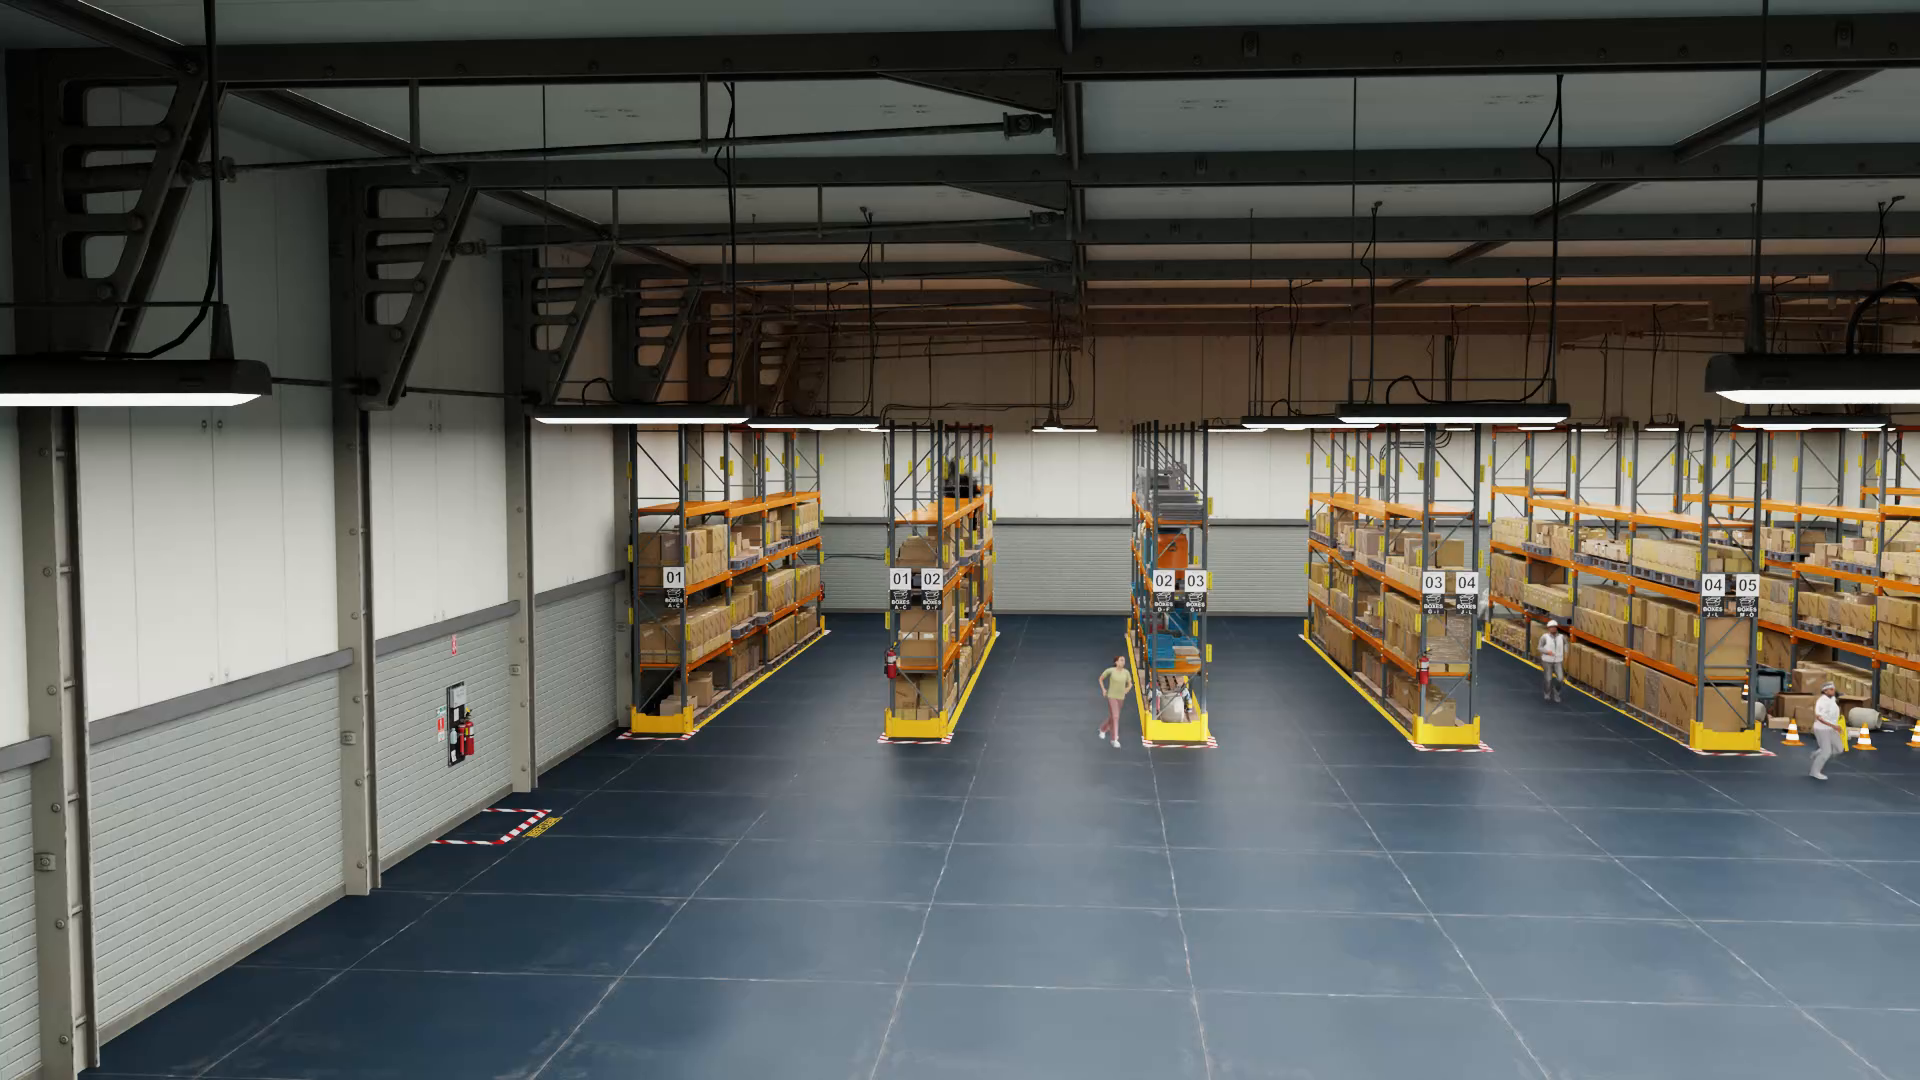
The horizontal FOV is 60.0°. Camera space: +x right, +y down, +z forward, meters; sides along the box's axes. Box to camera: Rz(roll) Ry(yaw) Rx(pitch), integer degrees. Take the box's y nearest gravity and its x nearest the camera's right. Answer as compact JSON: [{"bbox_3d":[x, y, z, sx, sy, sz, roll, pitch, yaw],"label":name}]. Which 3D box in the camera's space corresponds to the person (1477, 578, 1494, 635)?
[{"bbox_3d":[15.014,1.904,47.322,0.576,1.662,0.618,-1,4,-15],"label":"person"}]

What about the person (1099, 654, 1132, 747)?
[{"bbox_3d":[2.904,2.949,30.862,0.595,1.672,0.820,-2,4,-23],"label":"person"}]

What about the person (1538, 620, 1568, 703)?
[{"bbox_3d":[12.679,2.607,35.500,0.685,1.792,0.675,0,4,5],"label":"person"}]

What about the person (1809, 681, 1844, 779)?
[{"bbox_3d":[14.421,3.152,27.702,0.394,1.652,0.527,-2,4,-31],"label":"person"}]
